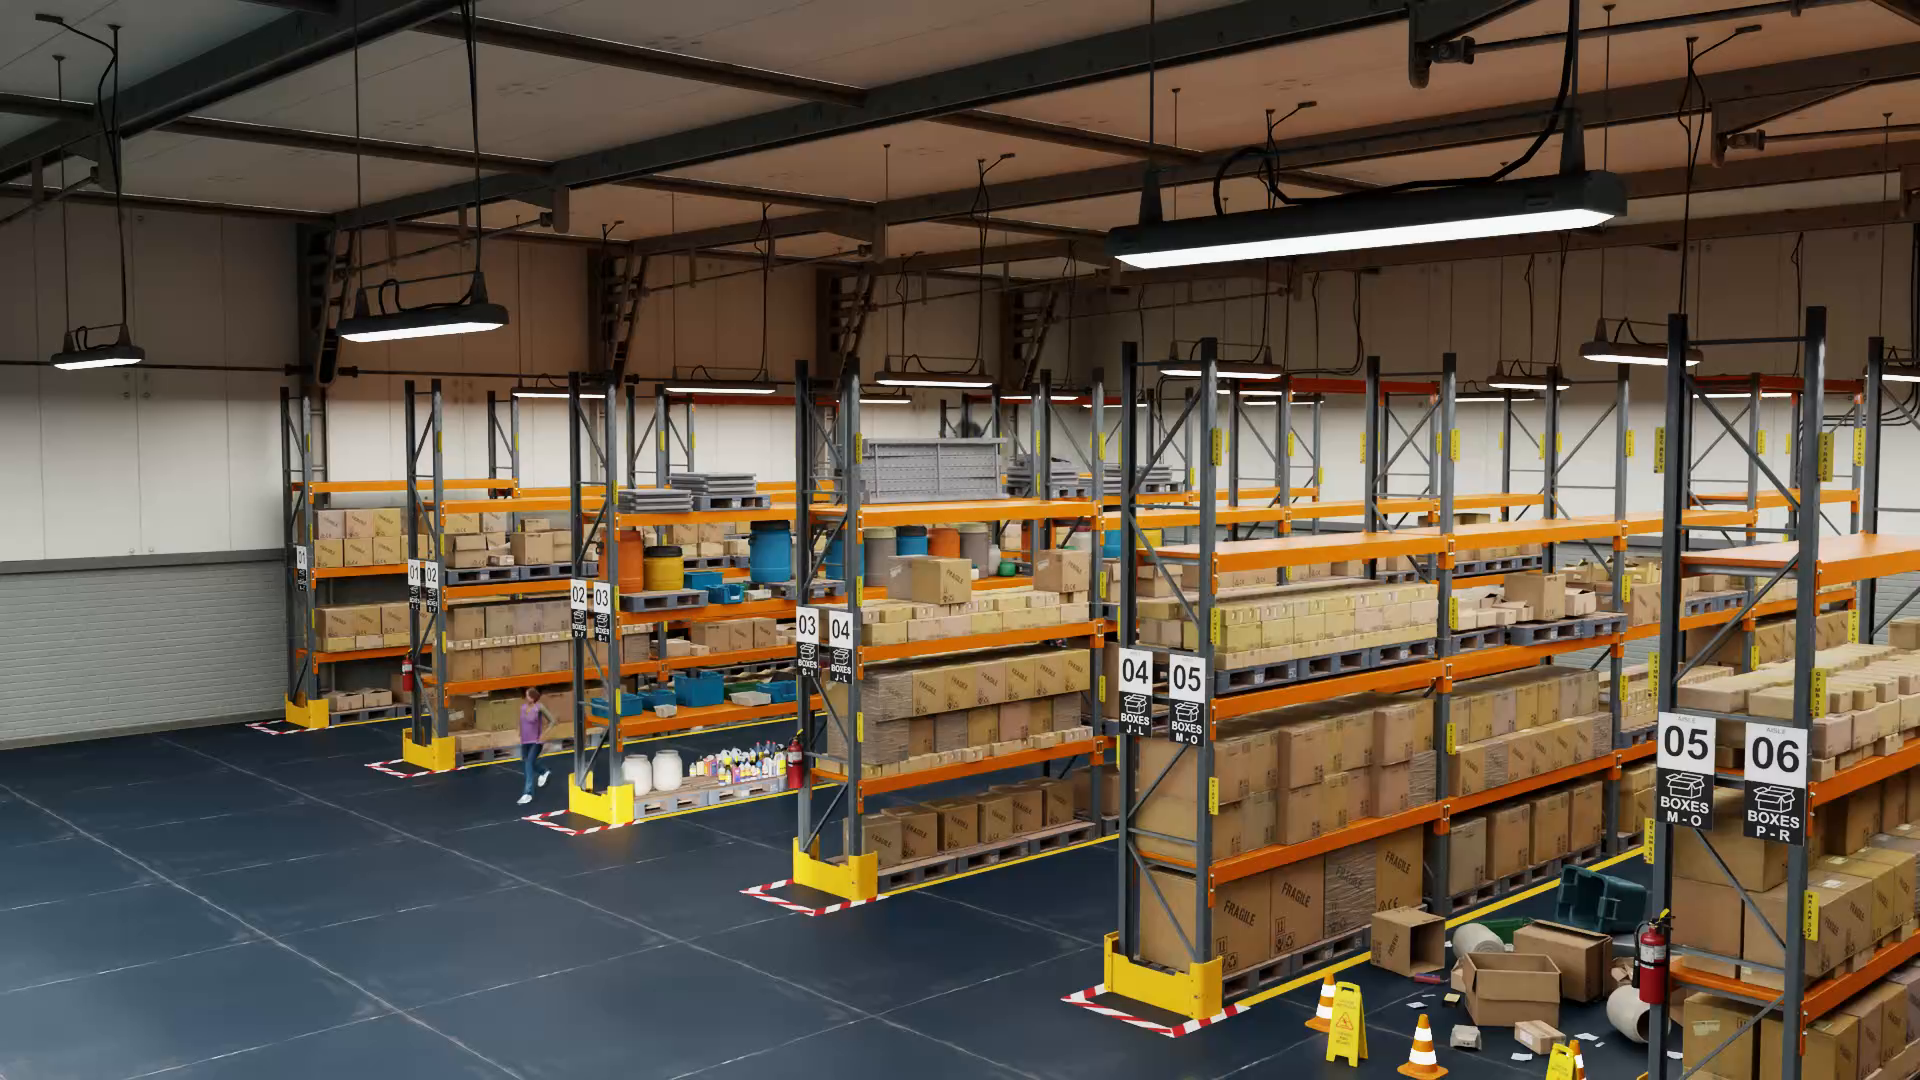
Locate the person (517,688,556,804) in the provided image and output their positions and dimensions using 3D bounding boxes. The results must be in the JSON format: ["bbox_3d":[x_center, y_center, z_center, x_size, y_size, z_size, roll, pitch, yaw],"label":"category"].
[{"bbox_3d":[-6.024,2.877,23.538,0.588,1.595,0.838,2,4,24],"label":"person"}]
